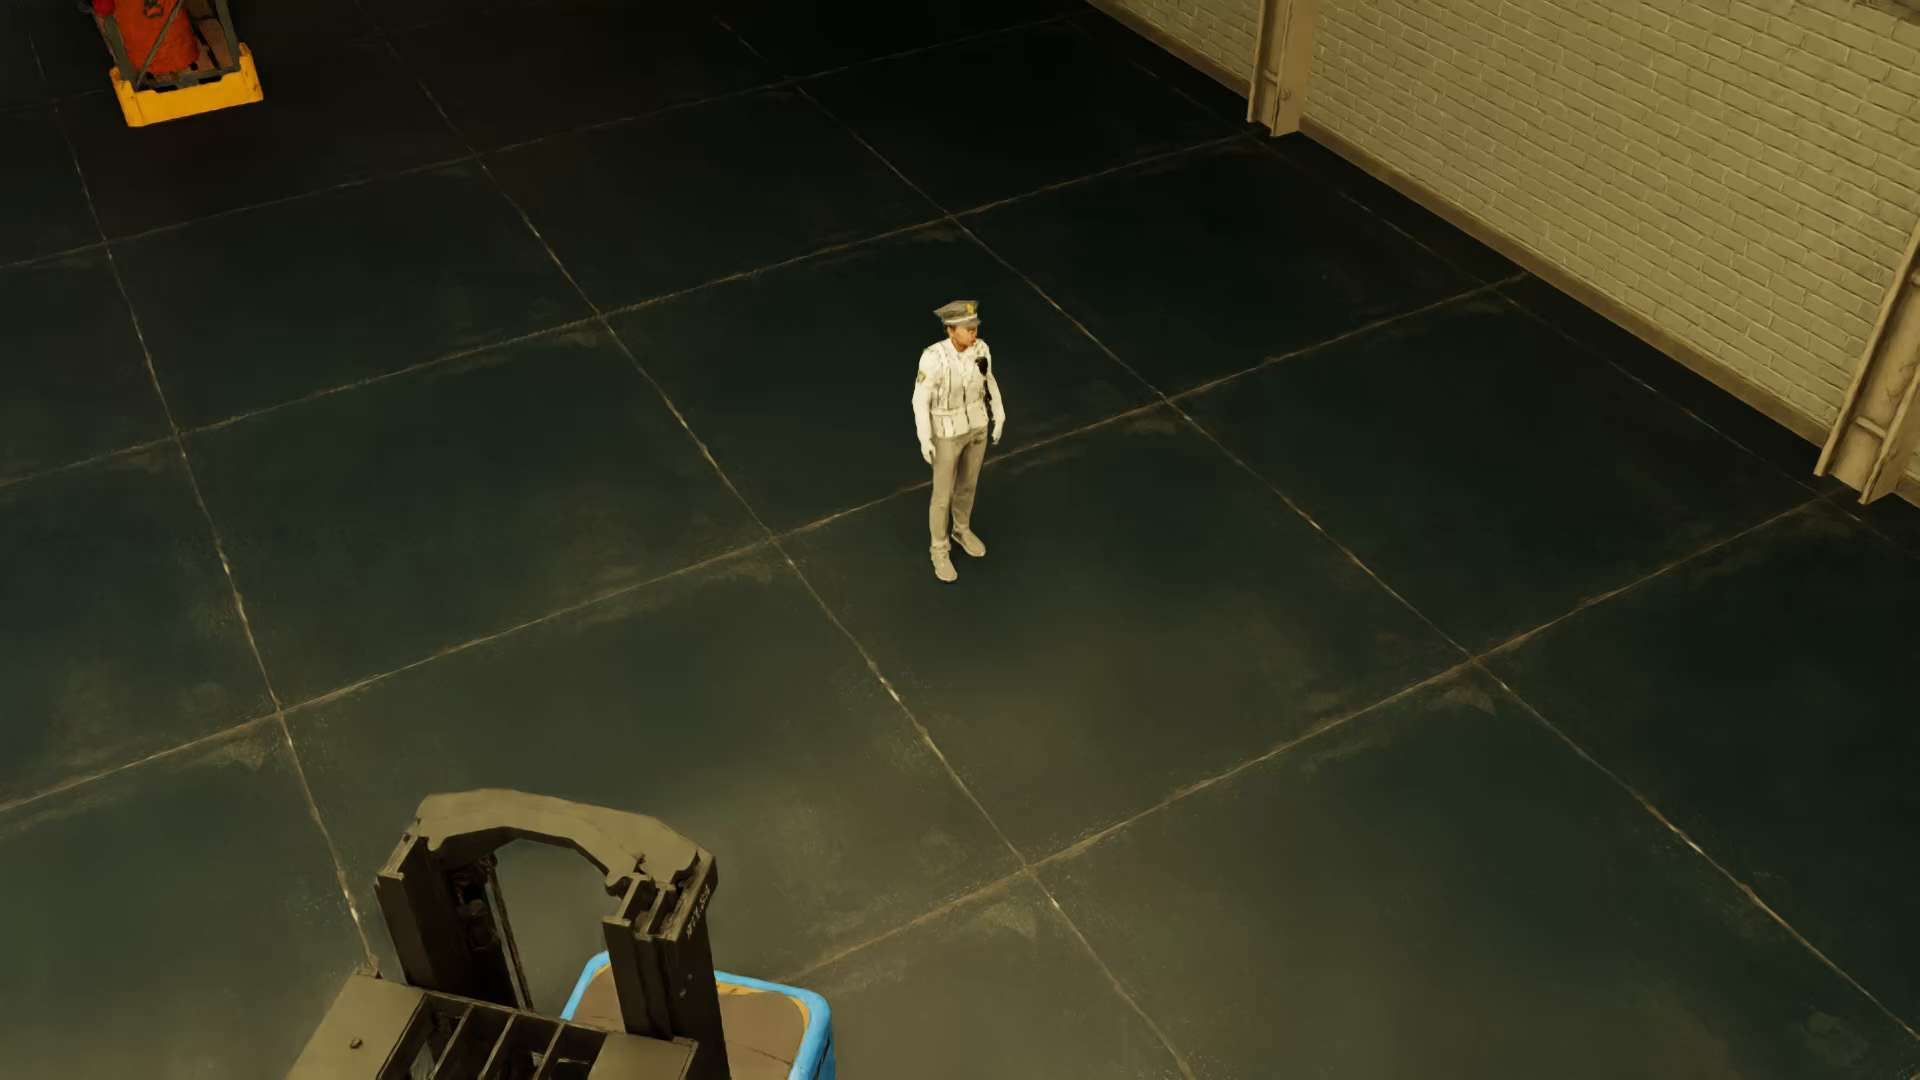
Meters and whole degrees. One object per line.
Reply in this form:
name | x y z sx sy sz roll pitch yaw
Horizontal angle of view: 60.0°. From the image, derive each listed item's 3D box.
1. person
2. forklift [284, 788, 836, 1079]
person | 0.028 -0.619 9.738 0.586 1.695 0.532 -20 44 -23
forklift | -1.336 2.319 5.240 1.130 2.935 3.031 9 40 10
